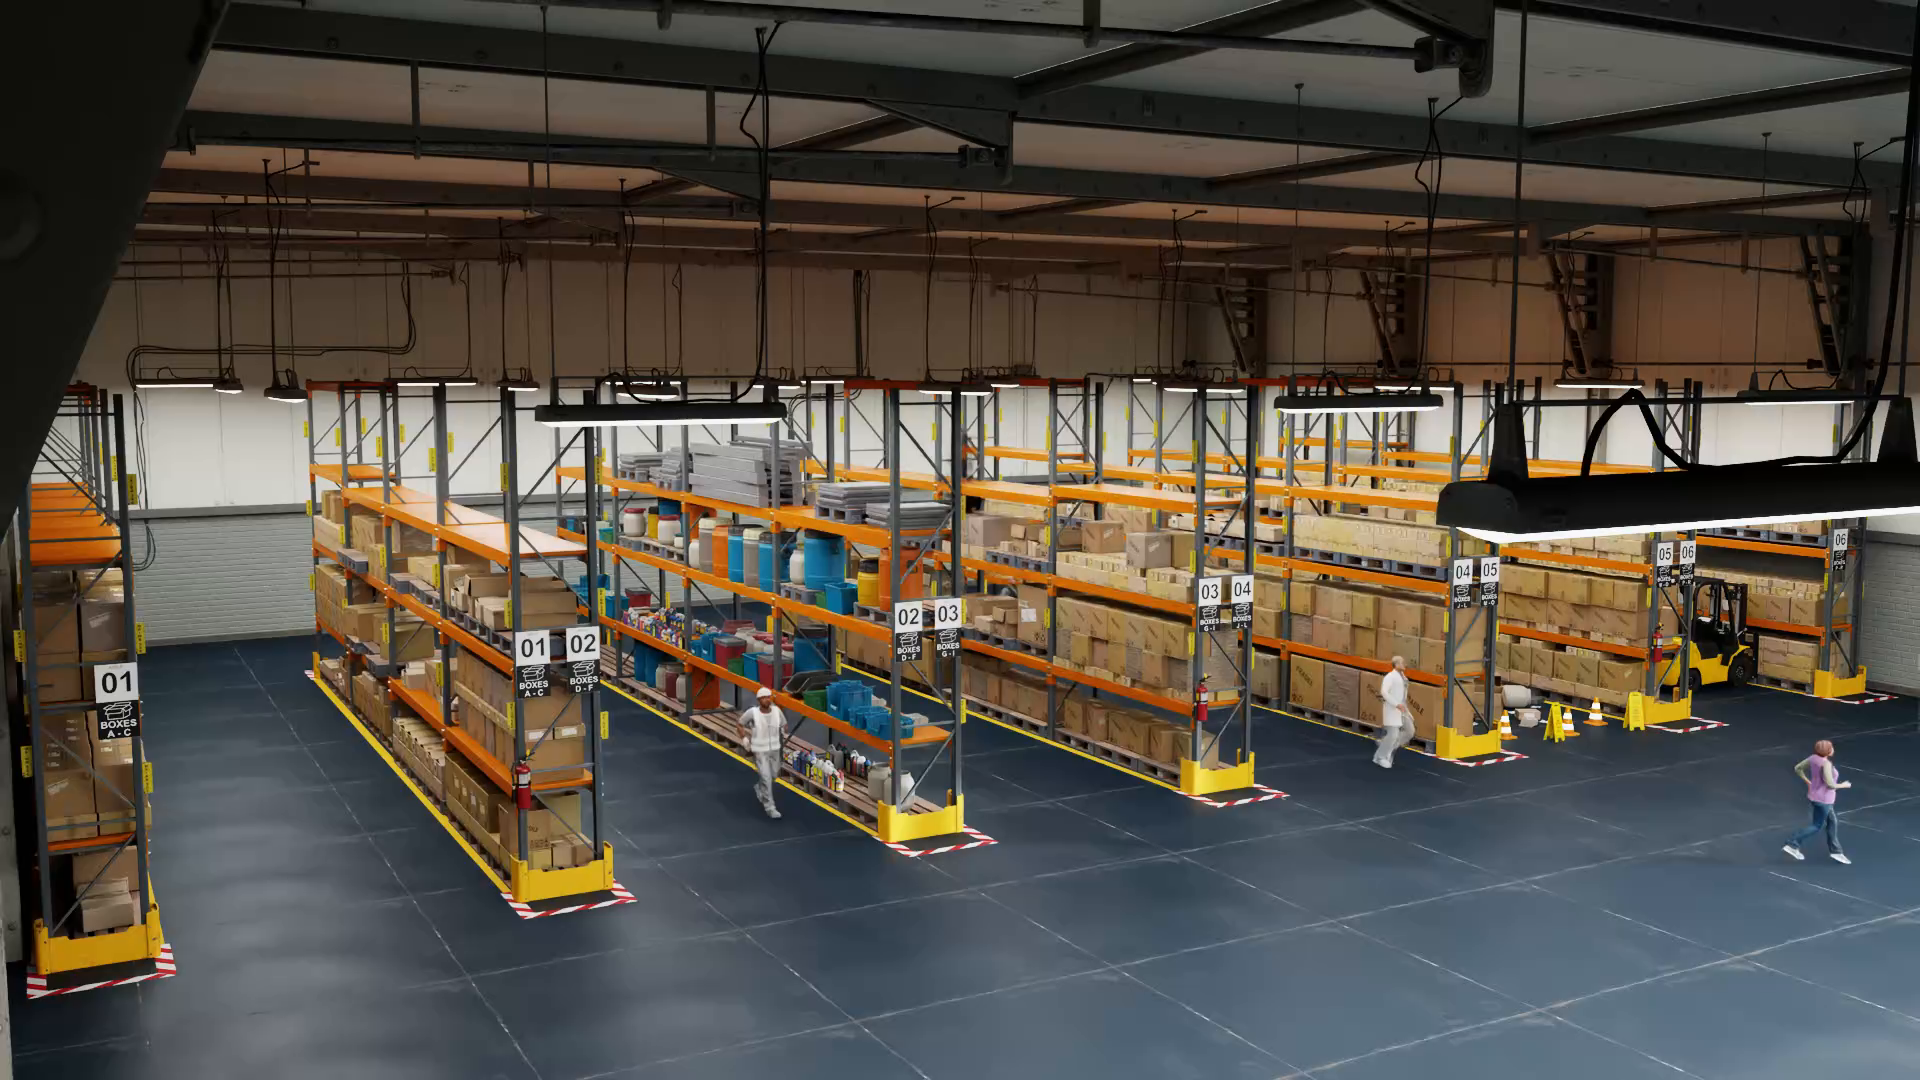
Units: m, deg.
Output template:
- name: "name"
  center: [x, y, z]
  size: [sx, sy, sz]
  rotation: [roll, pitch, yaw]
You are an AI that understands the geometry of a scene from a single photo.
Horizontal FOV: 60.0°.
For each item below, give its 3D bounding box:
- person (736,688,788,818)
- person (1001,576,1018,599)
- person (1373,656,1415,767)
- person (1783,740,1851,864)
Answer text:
- name: "person"
  center: [-2.729, 2.946, 23.351]
  size: [0.691, 1.762, 0.994]
  rotation: [-4, 7, -33]
- name: "person"
  center: [1.185, 1.618, 36.296]
  size: [0.693, 1.729, 0.669]
  rotation: [-4, 7, -33]
- name: "person"
  center: [6.902, 2.786, 26.259]
  size: [0.580, 1.530, 0.773]
  rotation: [6, 8, 42]
- name: "person"
  center: [10.858, 3.306, 20.991]
  size: [0.868, 1.610, 0.545]
  rotation: [1, 6, 6]
